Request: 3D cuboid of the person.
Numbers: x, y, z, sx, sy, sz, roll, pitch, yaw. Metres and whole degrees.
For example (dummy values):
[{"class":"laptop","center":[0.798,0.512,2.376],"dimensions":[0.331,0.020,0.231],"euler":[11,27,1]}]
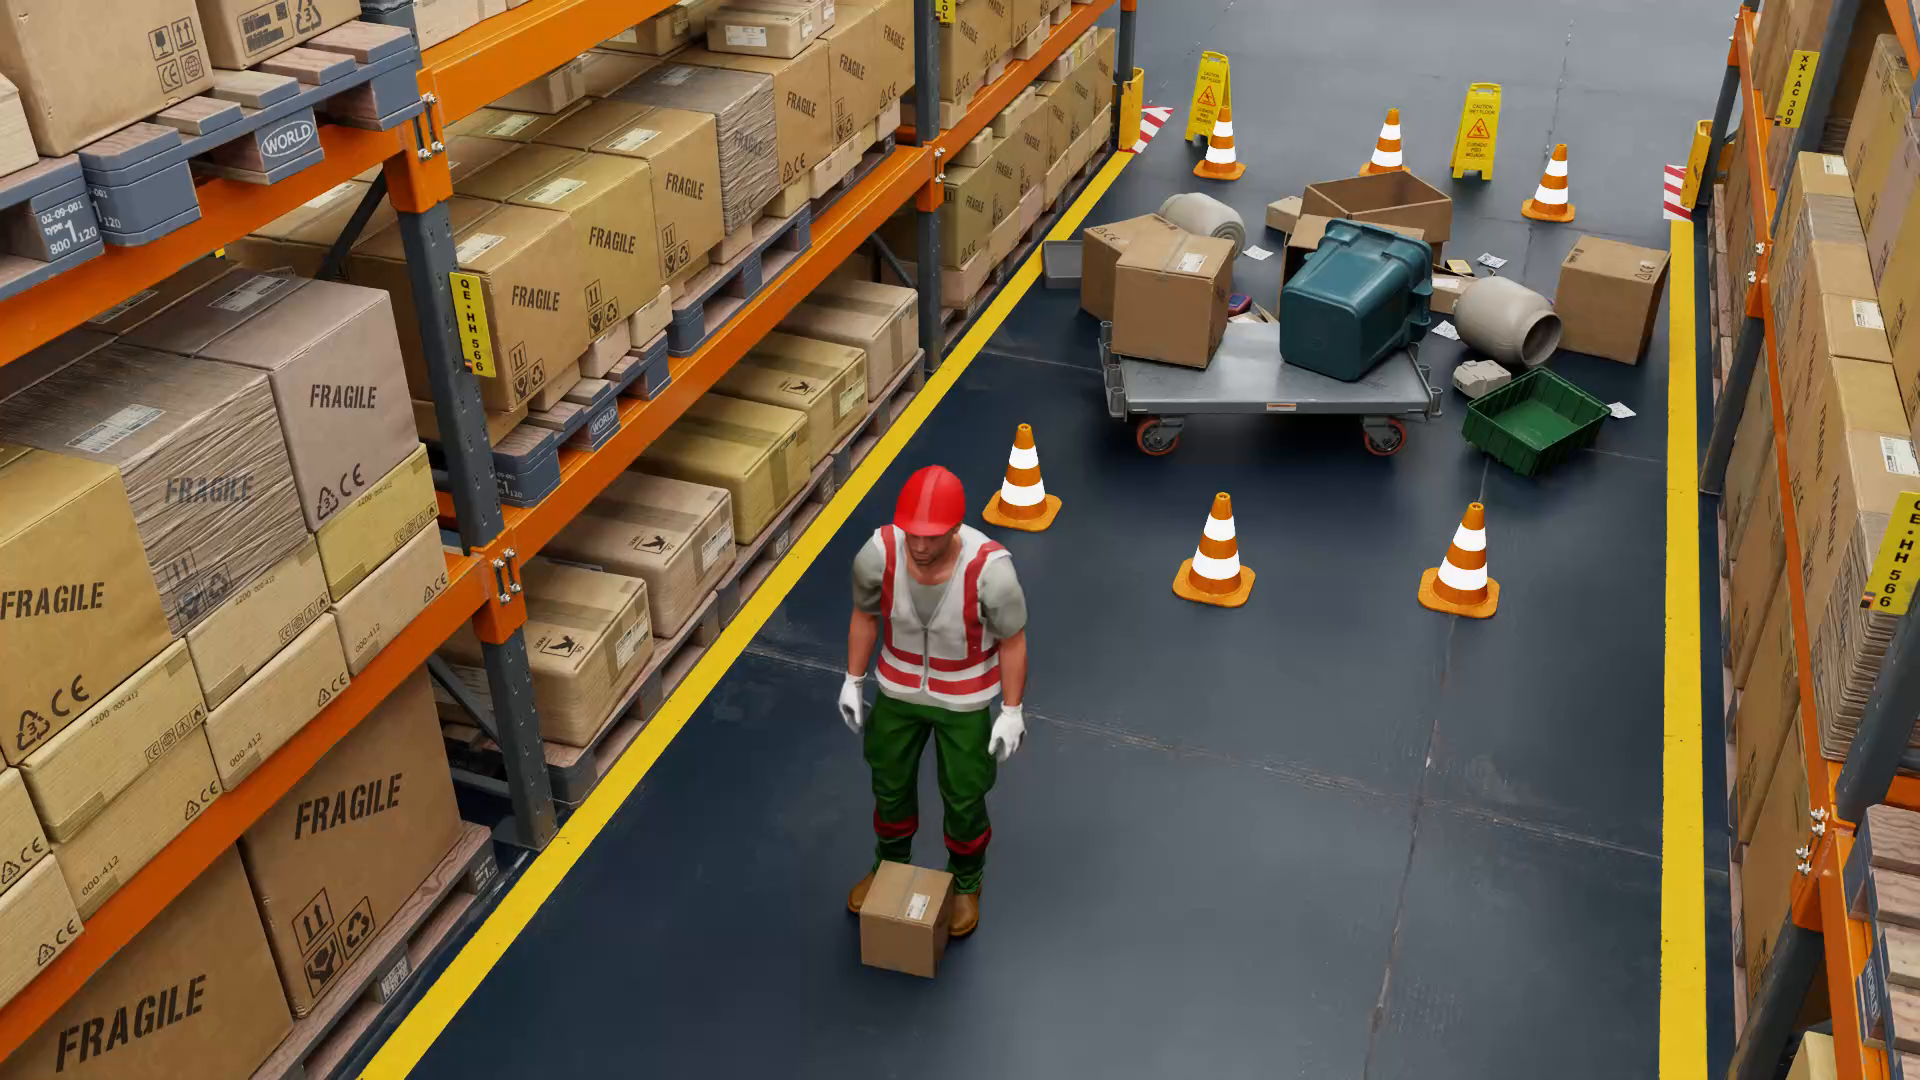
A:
[{"class":"person","center":[-0.086,0.515,5.331],"dimensions":[0.623,1.780,0.447],"euler":[10,34,15]}]
